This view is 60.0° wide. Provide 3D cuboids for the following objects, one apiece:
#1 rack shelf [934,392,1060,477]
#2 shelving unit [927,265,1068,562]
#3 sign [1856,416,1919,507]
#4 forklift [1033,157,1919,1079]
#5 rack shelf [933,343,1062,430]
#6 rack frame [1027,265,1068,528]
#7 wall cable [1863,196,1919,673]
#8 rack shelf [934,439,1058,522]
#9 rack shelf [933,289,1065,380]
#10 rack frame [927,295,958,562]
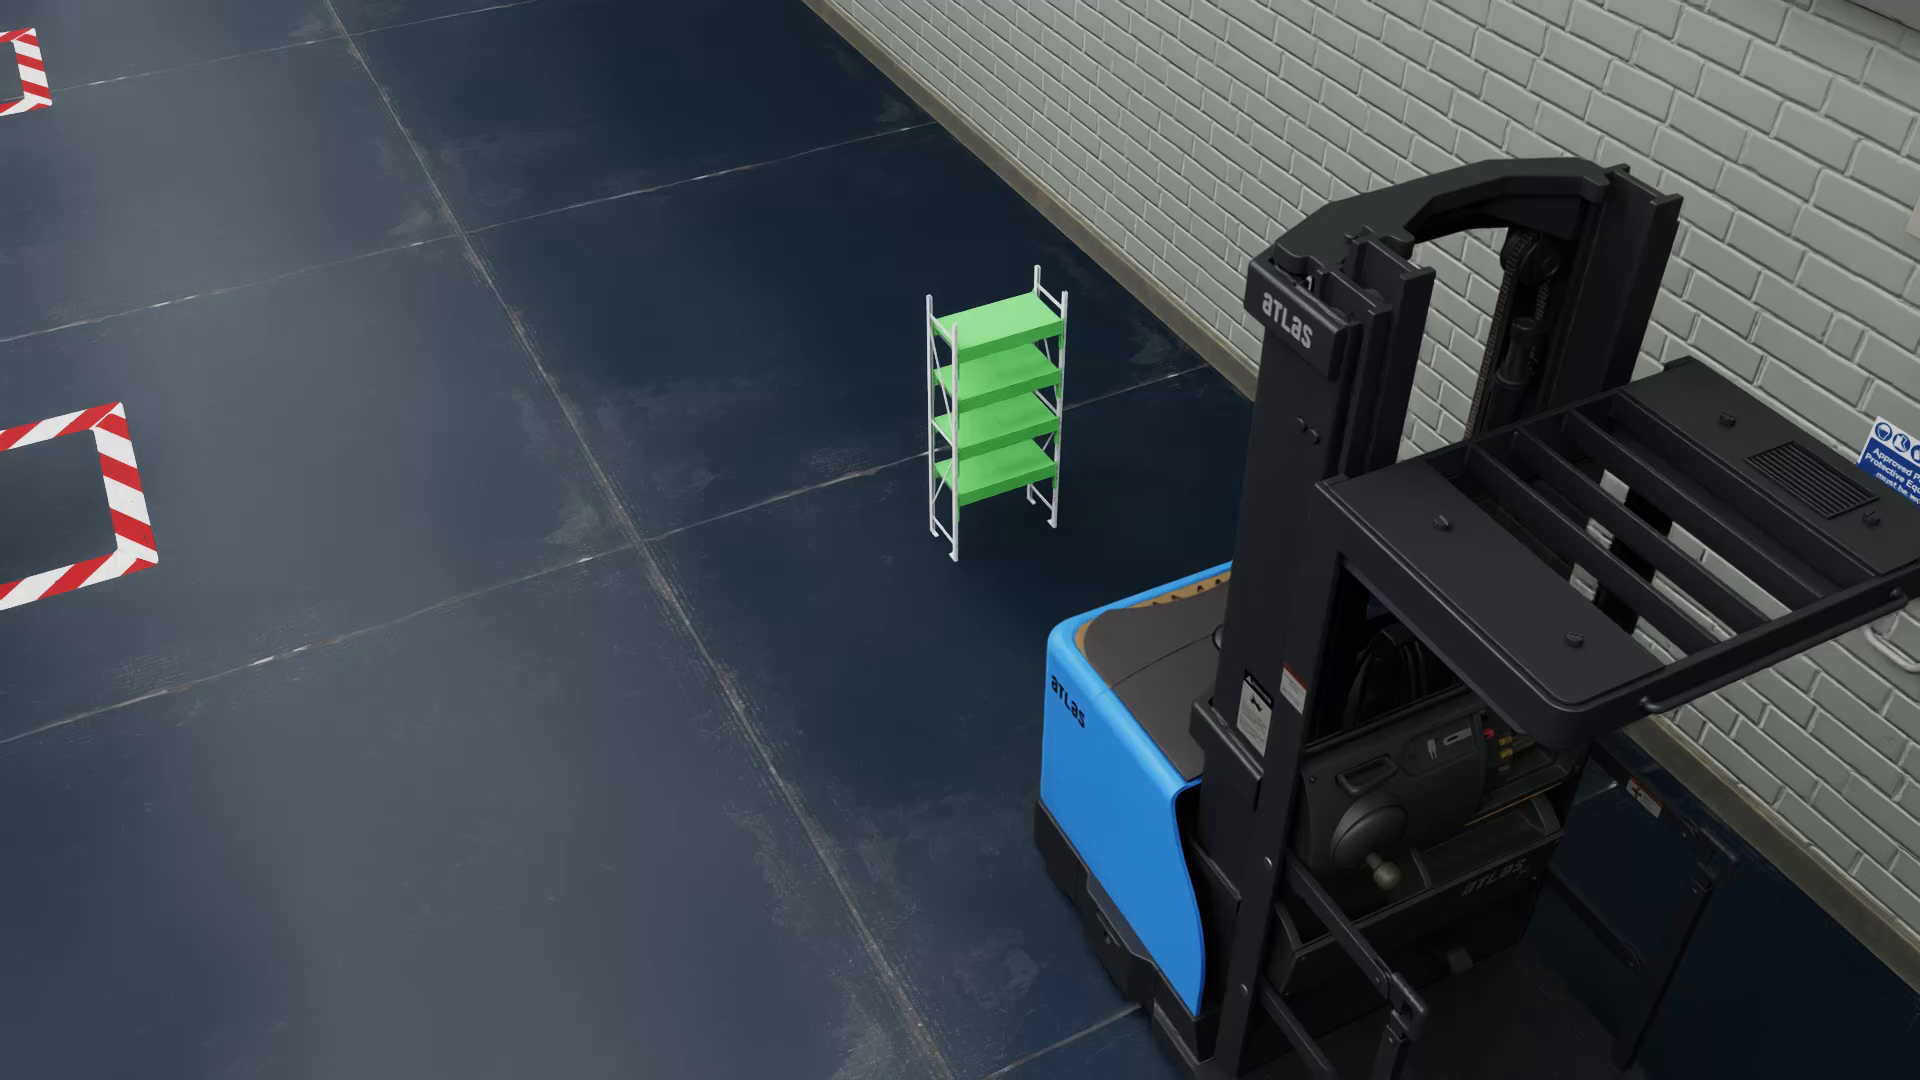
[{"bbox_3d":[0.147,-0.459,6.962,0.480,0.148,0.258,-19,44,-21],"label":"rack shelf"},{"bbox_3d":[0.147,-0.507,6.921,0.503,1.200,0.258,-19,44,-21],"label":"shelving unit"},{"bbox_3d":[2.832,-0.198,4.953,0.001,0.218,0.327,-19,44,-21],"label":"sign"},{"bbox_3d":[1.376,0.681,4.177,1.130,2.935,3.031,-18,43,-20],"label":"forklift"},{"bbox_3d":[0.147,-0.642,6.807,0.480,0.148,0.258,-19,44,-21],"label":"rack shelf"},{"bbox_3d":[0.363,-0.580,7.007,0.015,1.200,0.240,-19,44,-21],"label":"rack frame"},{"bbox_3d":[2.800,-0.449,4.648,0.123,1.953,0.585,-19,44,-21],"label":"wall cable"},{"bbox_3d":[0.147,-0.275,7.117,0.480,0.148,0.258,-19,44,-21],"label":"rack shelf"},{"bbox_3d":[0.147,-0.825,6.652,0.480,0.148,0.258,-19,44,-21],"label":"rack shelf"},{"bbox_3d":[-0.070,-0.435,6.835,0.015,1.200,0.240,-19,44,-21],"label":"rack frame"}]
